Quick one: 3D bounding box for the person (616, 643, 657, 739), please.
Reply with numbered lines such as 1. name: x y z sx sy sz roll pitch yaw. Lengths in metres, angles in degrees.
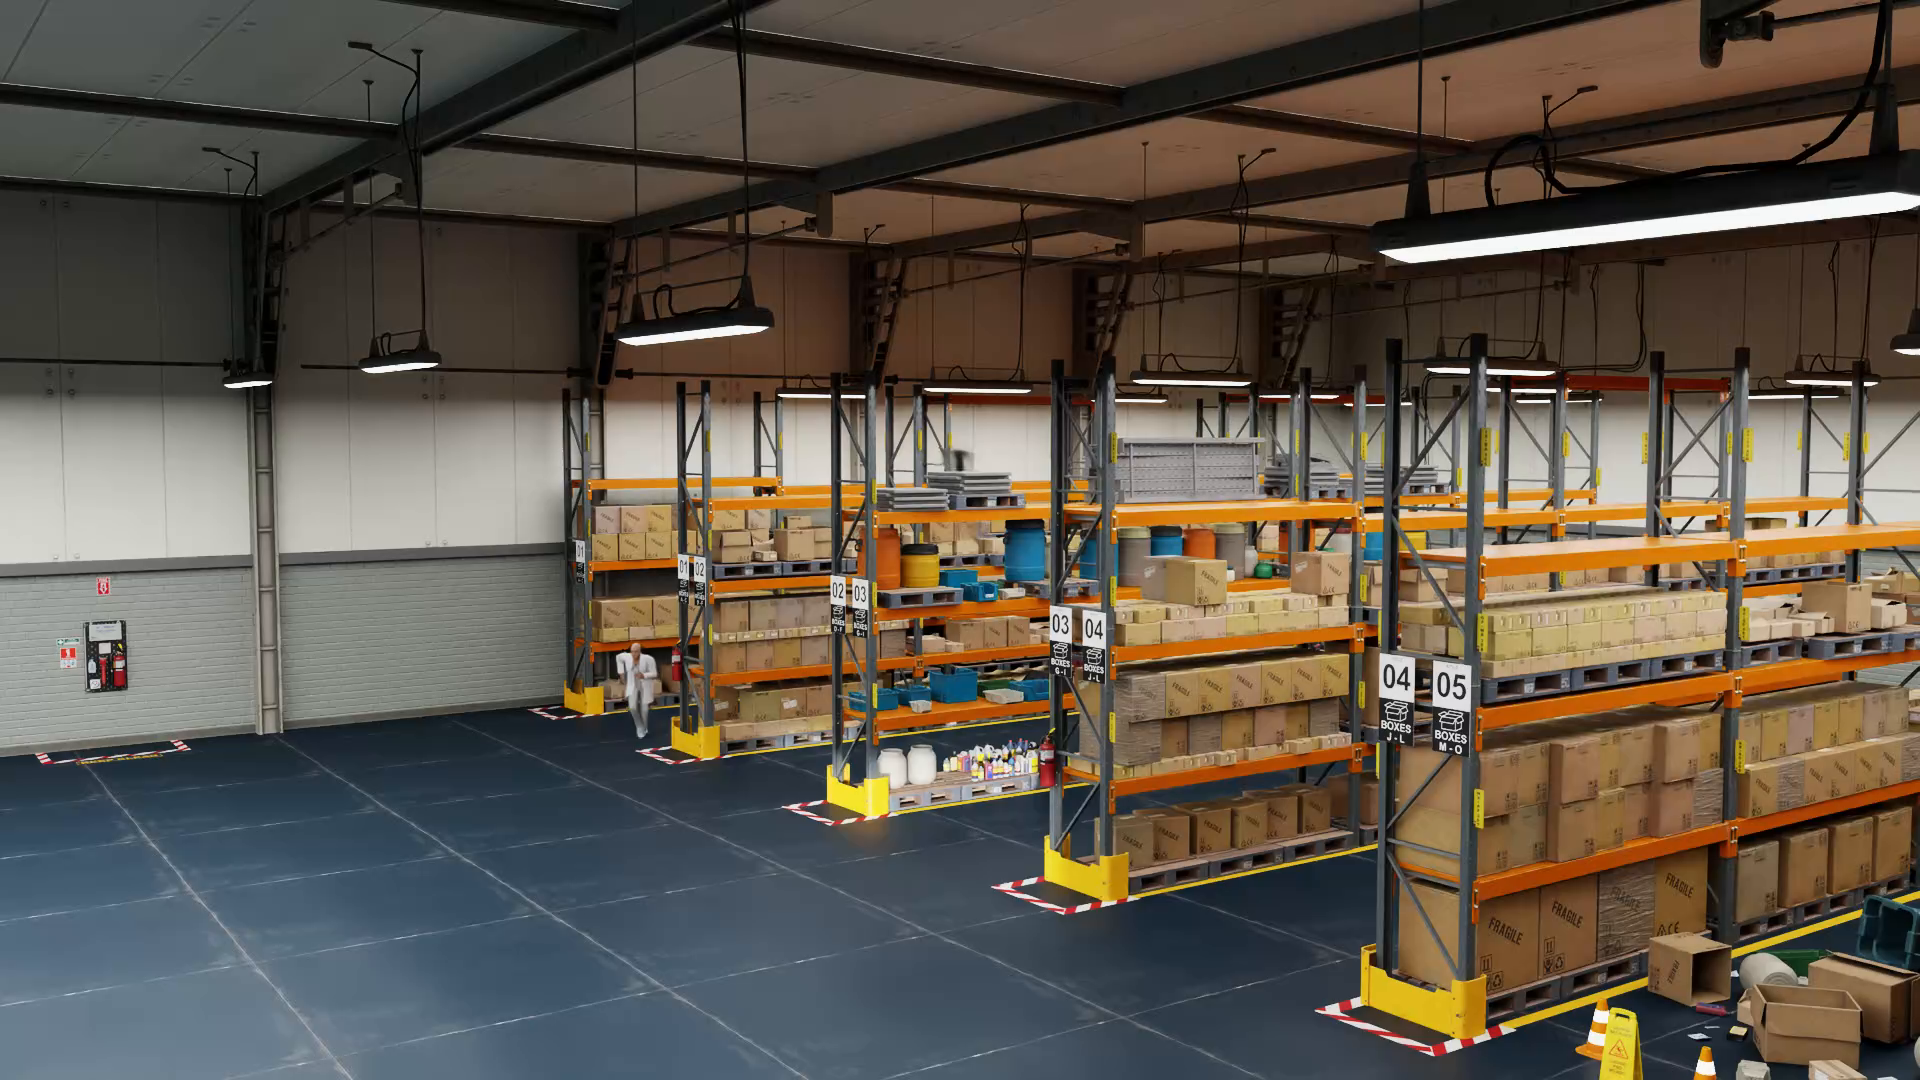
1. person: -5.444 2.539 28.061 0.723 1.663 1.014 0 4 -1
